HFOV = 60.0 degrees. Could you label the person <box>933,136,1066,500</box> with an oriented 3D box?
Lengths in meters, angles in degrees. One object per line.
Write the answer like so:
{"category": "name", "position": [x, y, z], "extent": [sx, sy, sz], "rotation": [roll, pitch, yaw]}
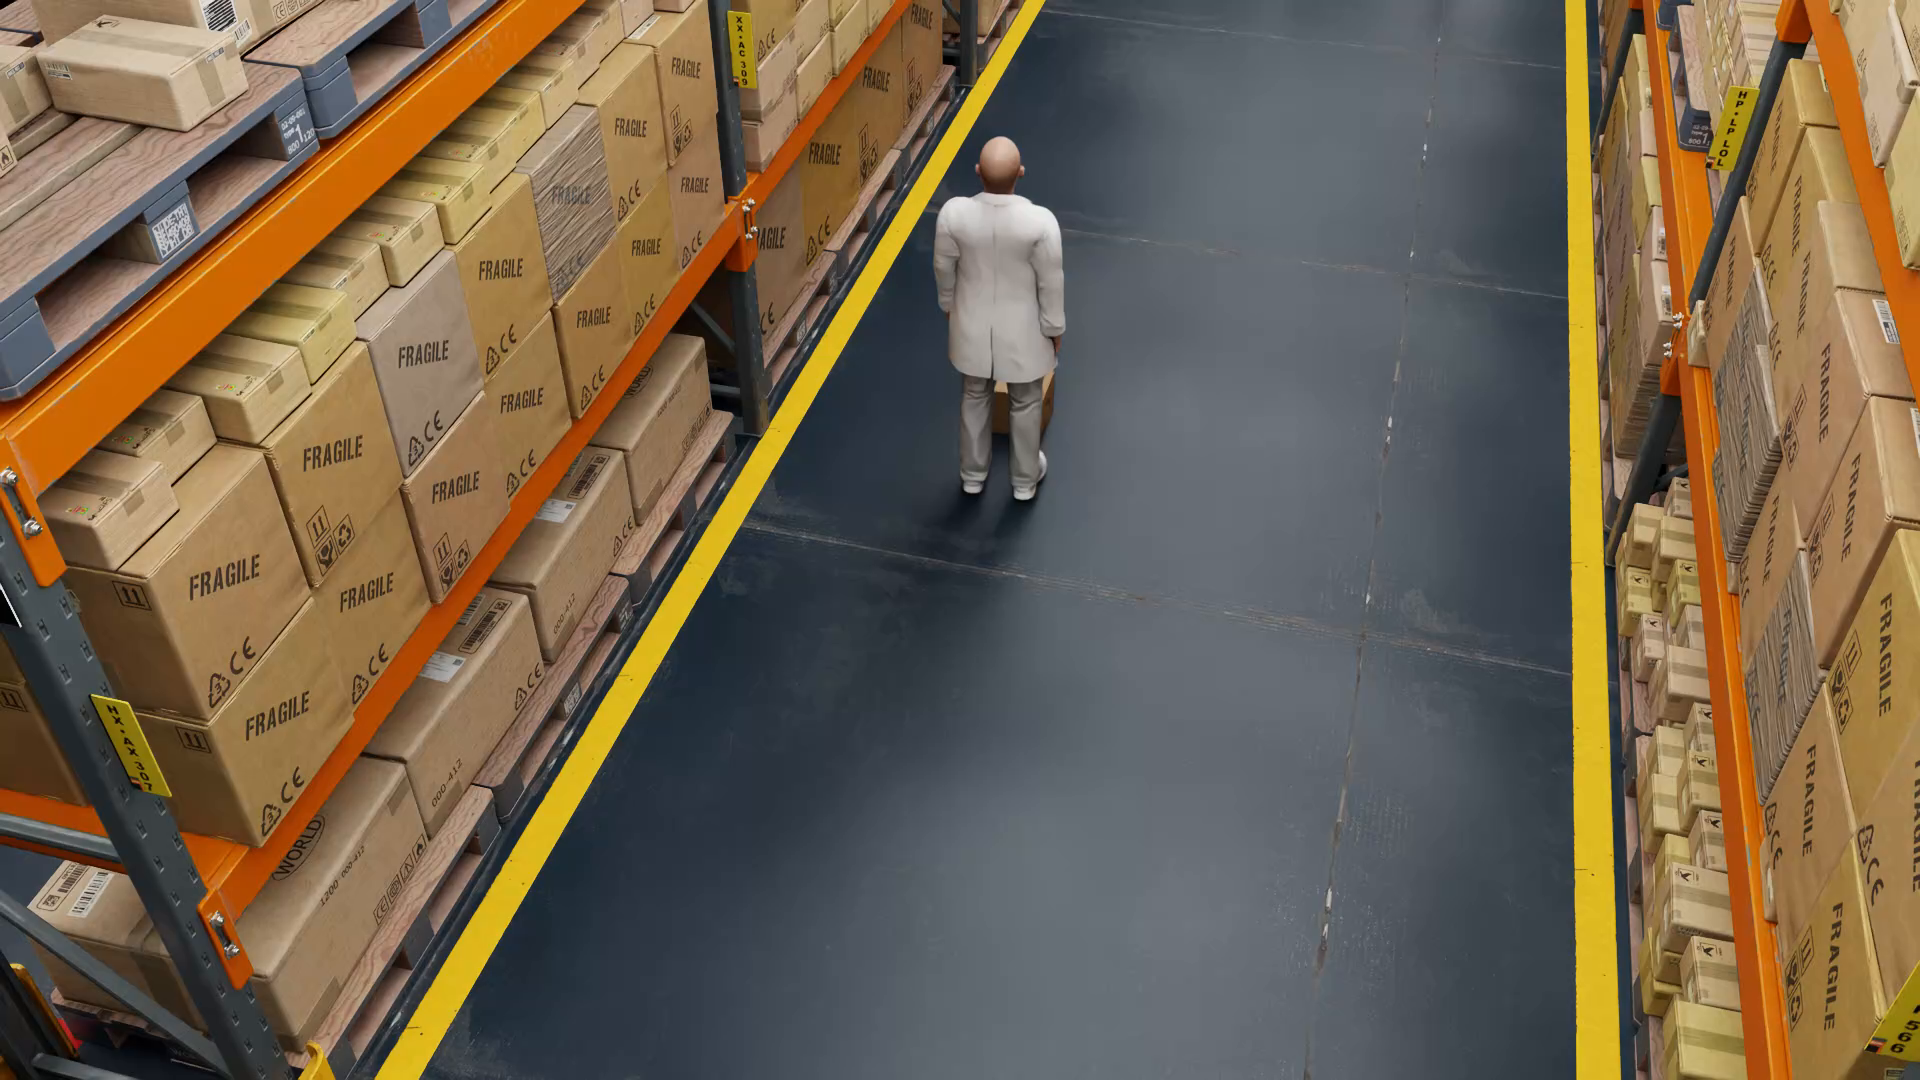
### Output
{"category": "person", "position": [0.185, -0.973, 7.275], "extent": [0.589, 1.790, 0.420], "rotation": [10, 42, 12]}
